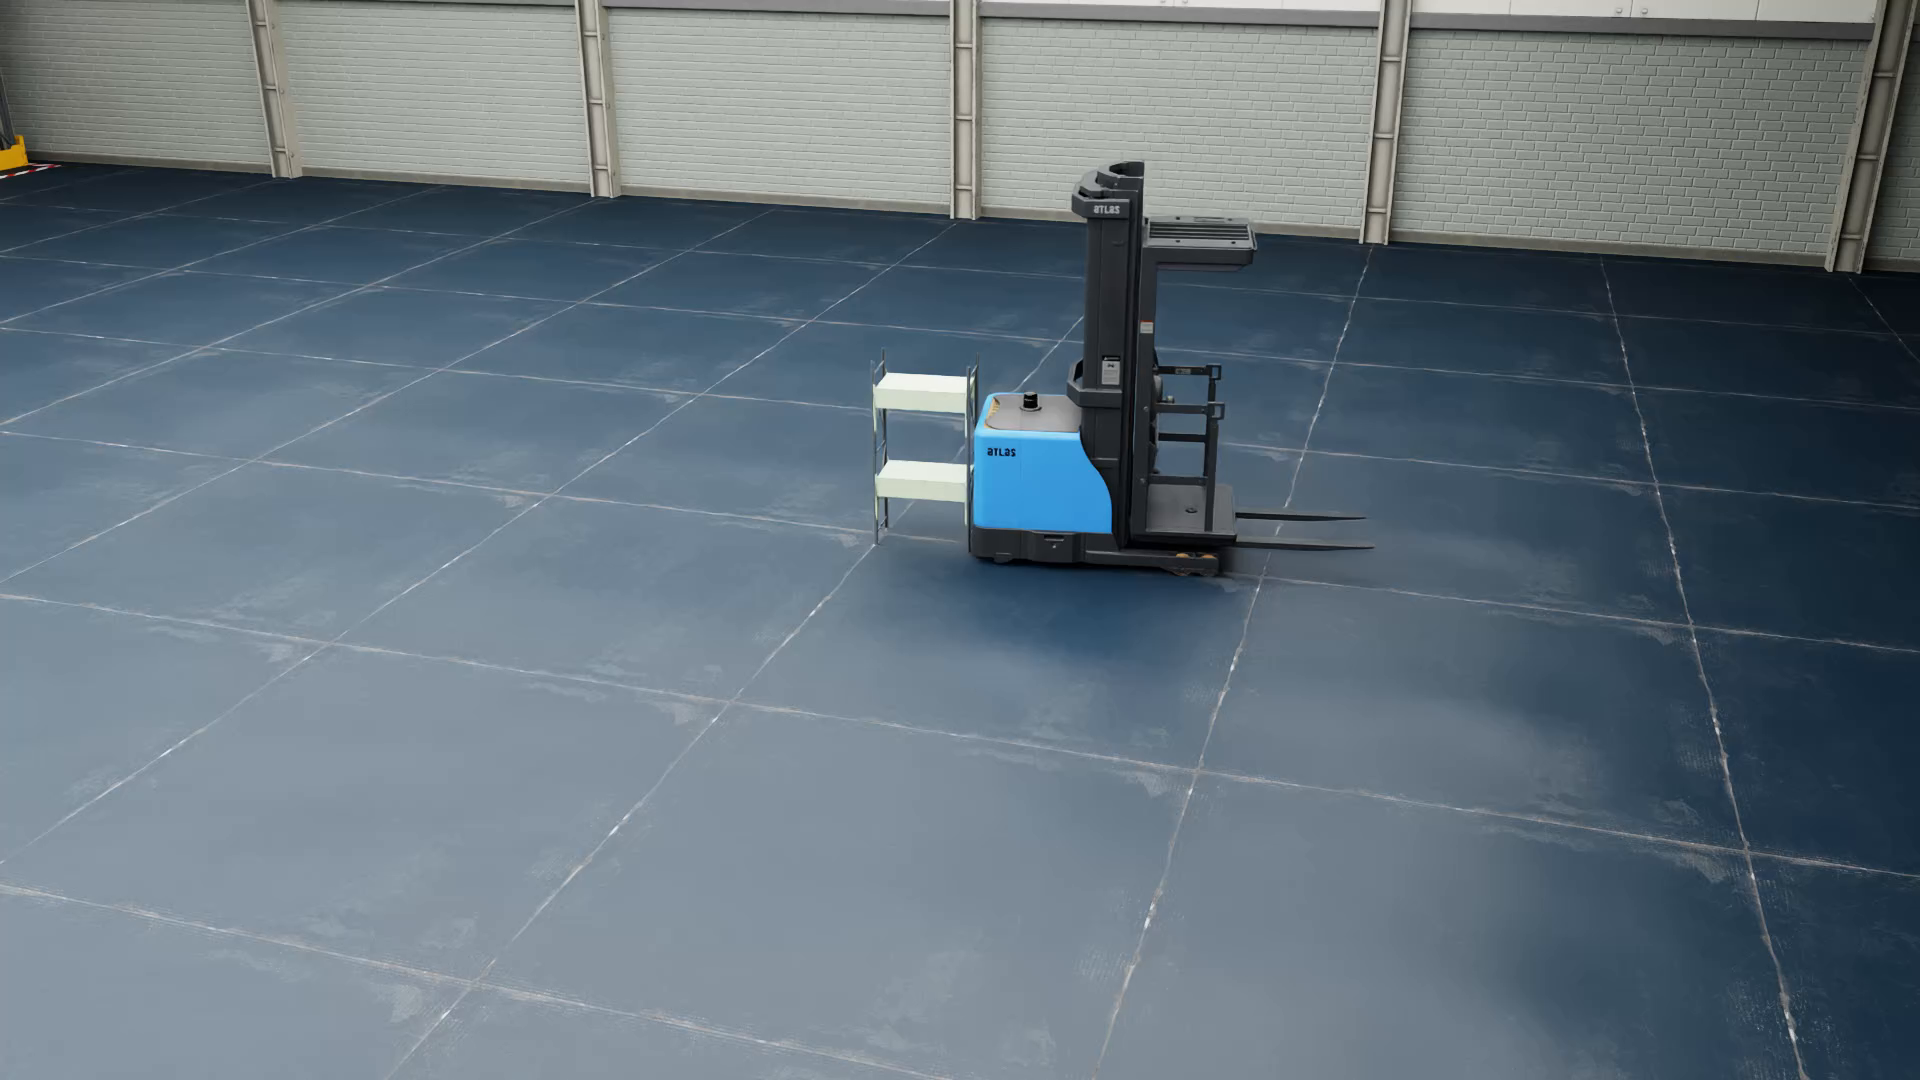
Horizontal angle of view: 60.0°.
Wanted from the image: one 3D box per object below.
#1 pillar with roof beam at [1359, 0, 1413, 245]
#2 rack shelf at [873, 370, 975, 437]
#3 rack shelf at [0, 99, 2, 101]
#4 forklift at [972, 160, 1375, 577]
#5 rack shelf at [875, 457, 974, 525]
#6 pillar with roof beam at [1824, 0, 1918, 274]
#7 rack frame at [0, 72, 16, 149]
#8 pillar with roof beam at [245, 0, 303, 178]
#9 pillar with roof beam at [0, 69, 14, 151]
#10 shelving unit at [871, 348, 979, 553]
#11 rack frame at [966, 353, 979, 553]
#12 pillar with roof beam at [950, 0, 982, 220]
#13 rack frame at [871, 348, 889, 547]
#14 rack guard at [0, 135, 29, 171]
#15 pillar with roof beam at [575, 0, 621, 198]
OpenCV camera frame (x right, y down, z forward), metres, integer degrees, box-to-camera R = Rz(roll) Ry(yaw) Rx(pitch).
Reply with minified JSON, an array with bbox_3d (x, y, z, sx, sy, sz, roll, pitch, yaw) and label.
[{"bbox_3d":[4.587,-6.799,17.892,0.400,9.000,9.100,7,23,16],"label":"pillar with roof beam"},{"bbox_3d":[-0.263,-1.051,12.732,0.720,0.370,0.431,4,23,10],"label":"rack shelf"},{"bbox_3d":[-18.655,-7.701,28.944,4.000,0.370,1.077,7,23,16],"label":"rack shelf"},{"bbox_3d":[1.647,-1.291,12.460,3.031,2.935,1.130,3,22,6],"label":"forklift"},{"bbox_3d":[-0.263,-0.388,13.004,0.720,0.370,0.431,4,23,10],"label":"rack shelf"},{"bbox_3d":[10.331,-6.141,16.288,0.400,9.000,9.100,7,23,16],"label":"pillar with roof beam"},{"bbox_3d":[-16.740,-7.814,28.273,0.127,3.000,1.000,7,23,16],"label":"rack frame"},{"bbox_3d":[-12.646,-8.772,22.702,0.400,9.000,9.100,7,23,16],"label":"pillar with roof beam"},{"bbox_3d":[-18.390,-9.429,24.305,0.400,9.000,9.100,7,23,16],"label":"pillar with roof beam"},{"bbox_3d":[-0.263,-0.690,12.880,0.755,1.500,0.431,4,23,10],"label":"shelving unit"},{"bbox_3d":[0.096,-0.664,12.818,0.023,1.500,0.400,4,23,10],"label":"rack frame"},{"bbox_3d":[-1.157,-7.456,19.495,0.400,9.000,9.100,7,23,16],"label":"pillar with roof beam"},{"bbox_3d":[-0.623,-0.715,12.942,0.023,1.500,0.400,4,23,10],"label":"rack frame"},{"bbox_3d":[-16.717,-6.655,28.741,0.348,0.500,1.175,7,23,16],"label":"rack guard"},{"bbox_3d":[-6.902,-8.114,21.098,0.400,9.000,9.100,7,23,16],"label":"pillar with roof beam"}]
